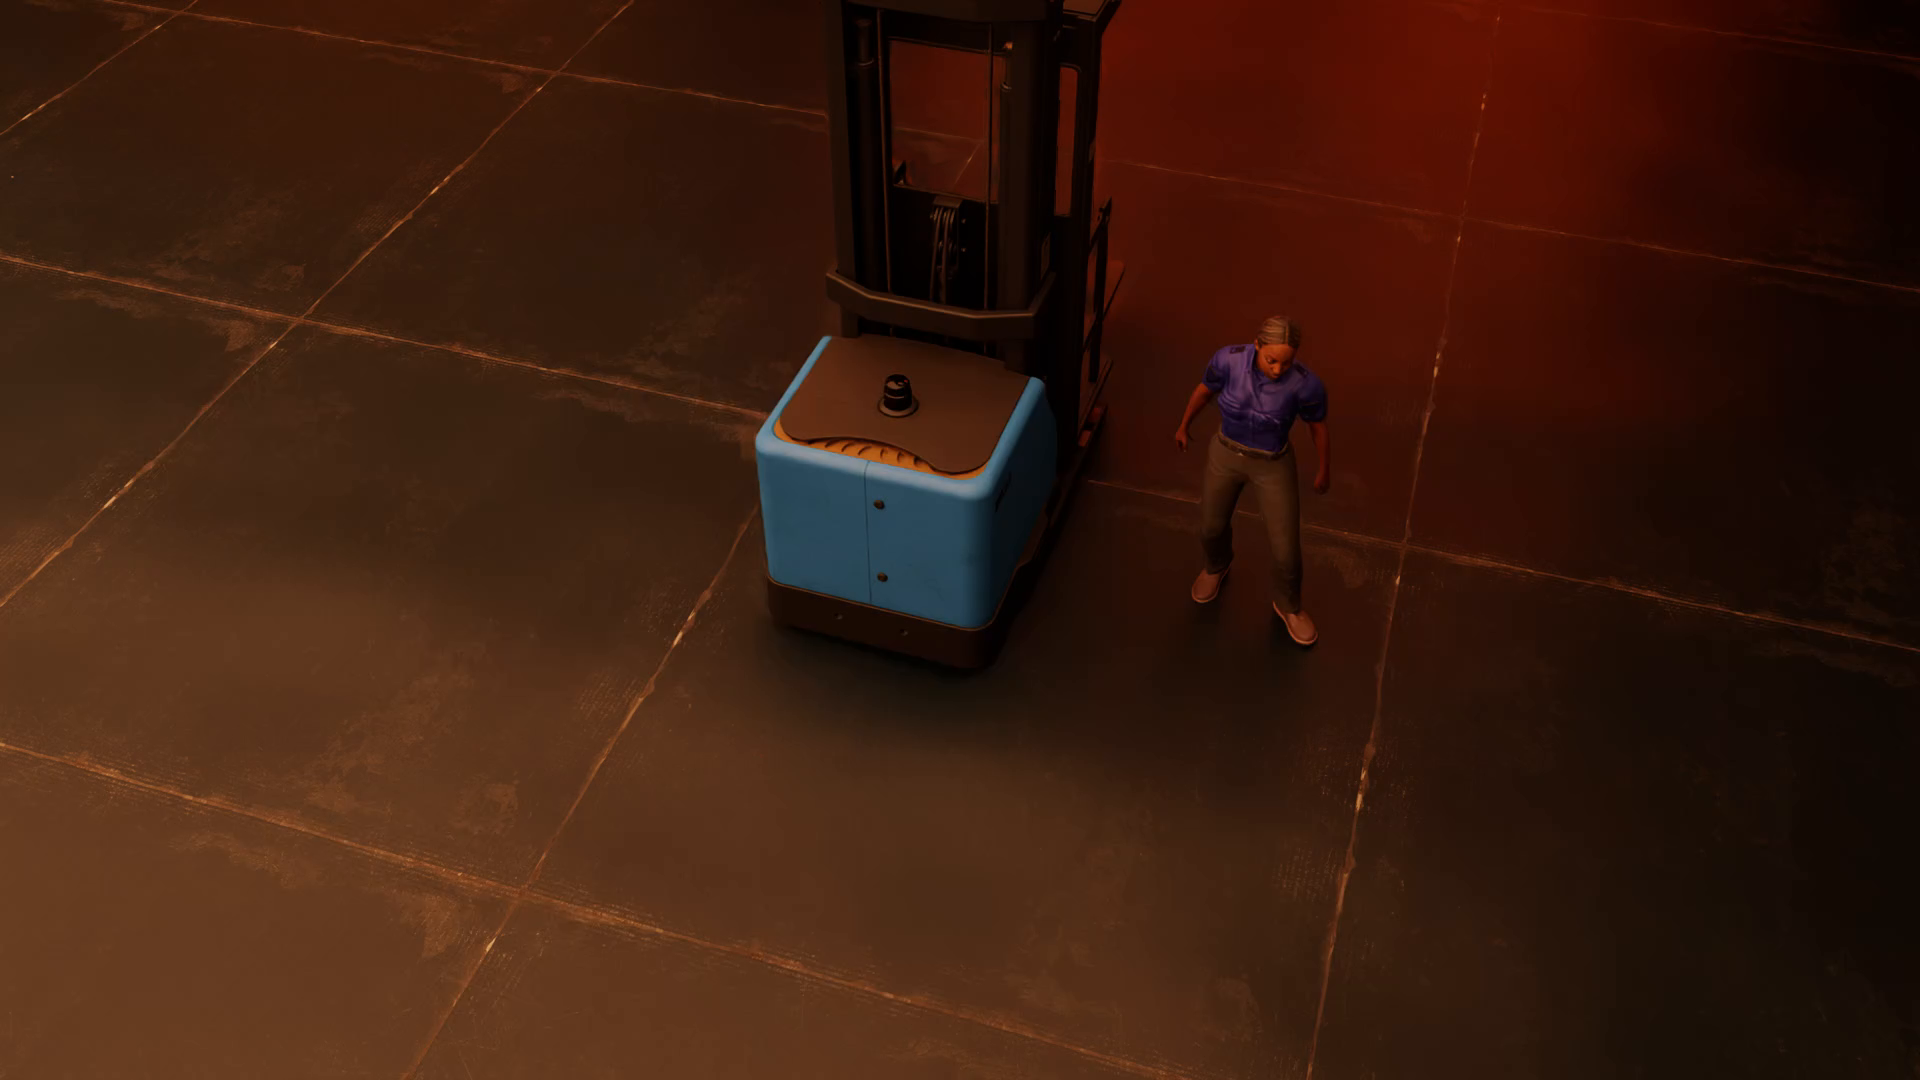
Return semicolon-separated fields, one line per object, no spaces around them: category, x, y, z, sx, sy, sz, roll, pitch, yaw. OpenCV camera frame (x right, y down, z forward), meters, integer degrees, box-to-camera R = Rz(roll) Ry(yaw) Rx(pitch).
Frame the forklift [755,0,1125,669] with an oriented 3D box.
forklift;0.102;-1.537;7.341;1.130;2.935;3.031;13;44;14

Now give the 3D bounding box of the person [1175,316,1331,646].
person;1.263;-0.318;7.007;0.793;1.628;0.391;18;46;18
